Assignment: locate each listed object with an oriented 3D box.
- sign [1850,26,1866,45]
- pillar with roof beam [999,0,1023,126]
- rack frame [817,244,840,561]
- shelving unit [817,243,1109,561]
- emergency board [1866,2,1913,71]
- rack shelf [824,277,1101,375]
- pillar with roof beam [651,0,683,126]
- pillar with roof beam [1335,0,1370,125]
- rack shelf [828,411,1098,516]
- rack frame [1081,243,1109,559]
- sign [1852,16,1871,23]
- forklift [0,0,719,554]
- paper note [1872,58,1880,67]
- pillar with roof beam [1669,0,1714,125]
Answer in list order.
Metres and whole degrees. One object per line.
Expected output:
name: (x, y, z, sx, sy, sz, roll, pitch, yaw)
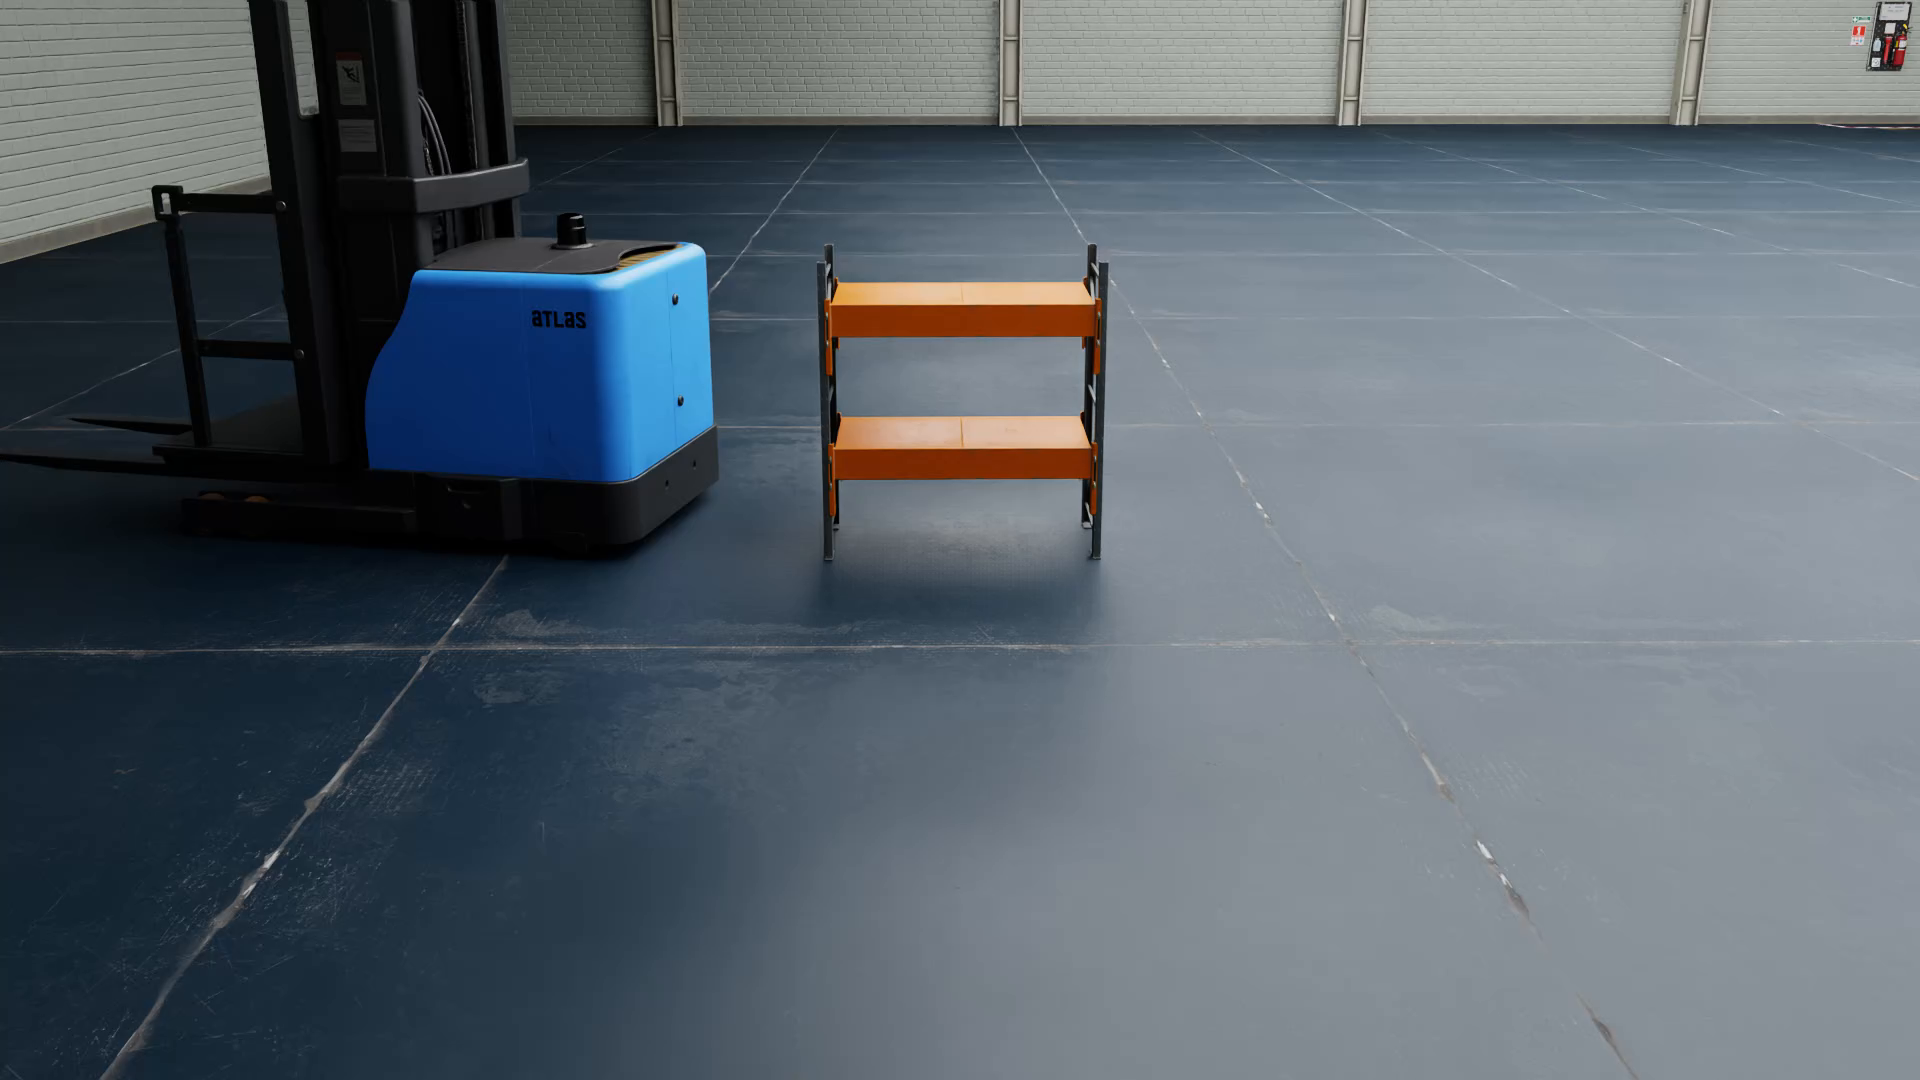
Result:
sign: (15.860, -8.911, 29.356, 0.234, 0.329, 0.001, 0, 18, -1)
pillar with roof beam: (0.956, -10.320, 23.987, 0.400, 9.000, 9.100, 0, 18, -1)
rack frame: (-0.502, -0.533, 6.368, 0.032, 1.125, 0.500, 0, 18, -1)
shelving unit: (0.007, -0.536, 6.376, 1.048, 1.125, 0.538, 0, 18, -1)
emergency board: (16.414, -8.865, 29.271, 0.643, 1.169, 0.194, 0, 18, -1)
rack shelf: (0.007, -0.814, 6.286, 1.000, 0.278, 0.538, 0, 18, -1)
pillar with roof beam: (-5.044, -10.291, 23.896, 0.400, 9.000, 9.100, 0, 18, -1)
pillar with roof beam: (6.955, -10.349, 24.077, 0.400, 9.000, 9.100, 0, 18, -1)
rack shelf: (0.007, -0.303, 6.451, 1.000, 0.278, 0.538, 0, 18, -1)
rack frame: (0.515, -0.538, 6.384, 0.032, 1.125, 0.500, 0, 18, -1)
sign: (15.864, -9.160, 29.266, 0.331, 0.109, 0.001, 0, 18, -1)
forklift: (-2.604, -1.555, 6.596, 3.031, 2.935, 1.130, 4, 18, 11)
paper note: (16.236, -8.466, 29.469, 0.142, 0.148, 0.016, 0, 18, -1)
pillar with roof beam: (12.954, -10.378, 24.167, 0.400, 9.000, 9.100, 0, 18, -1)
